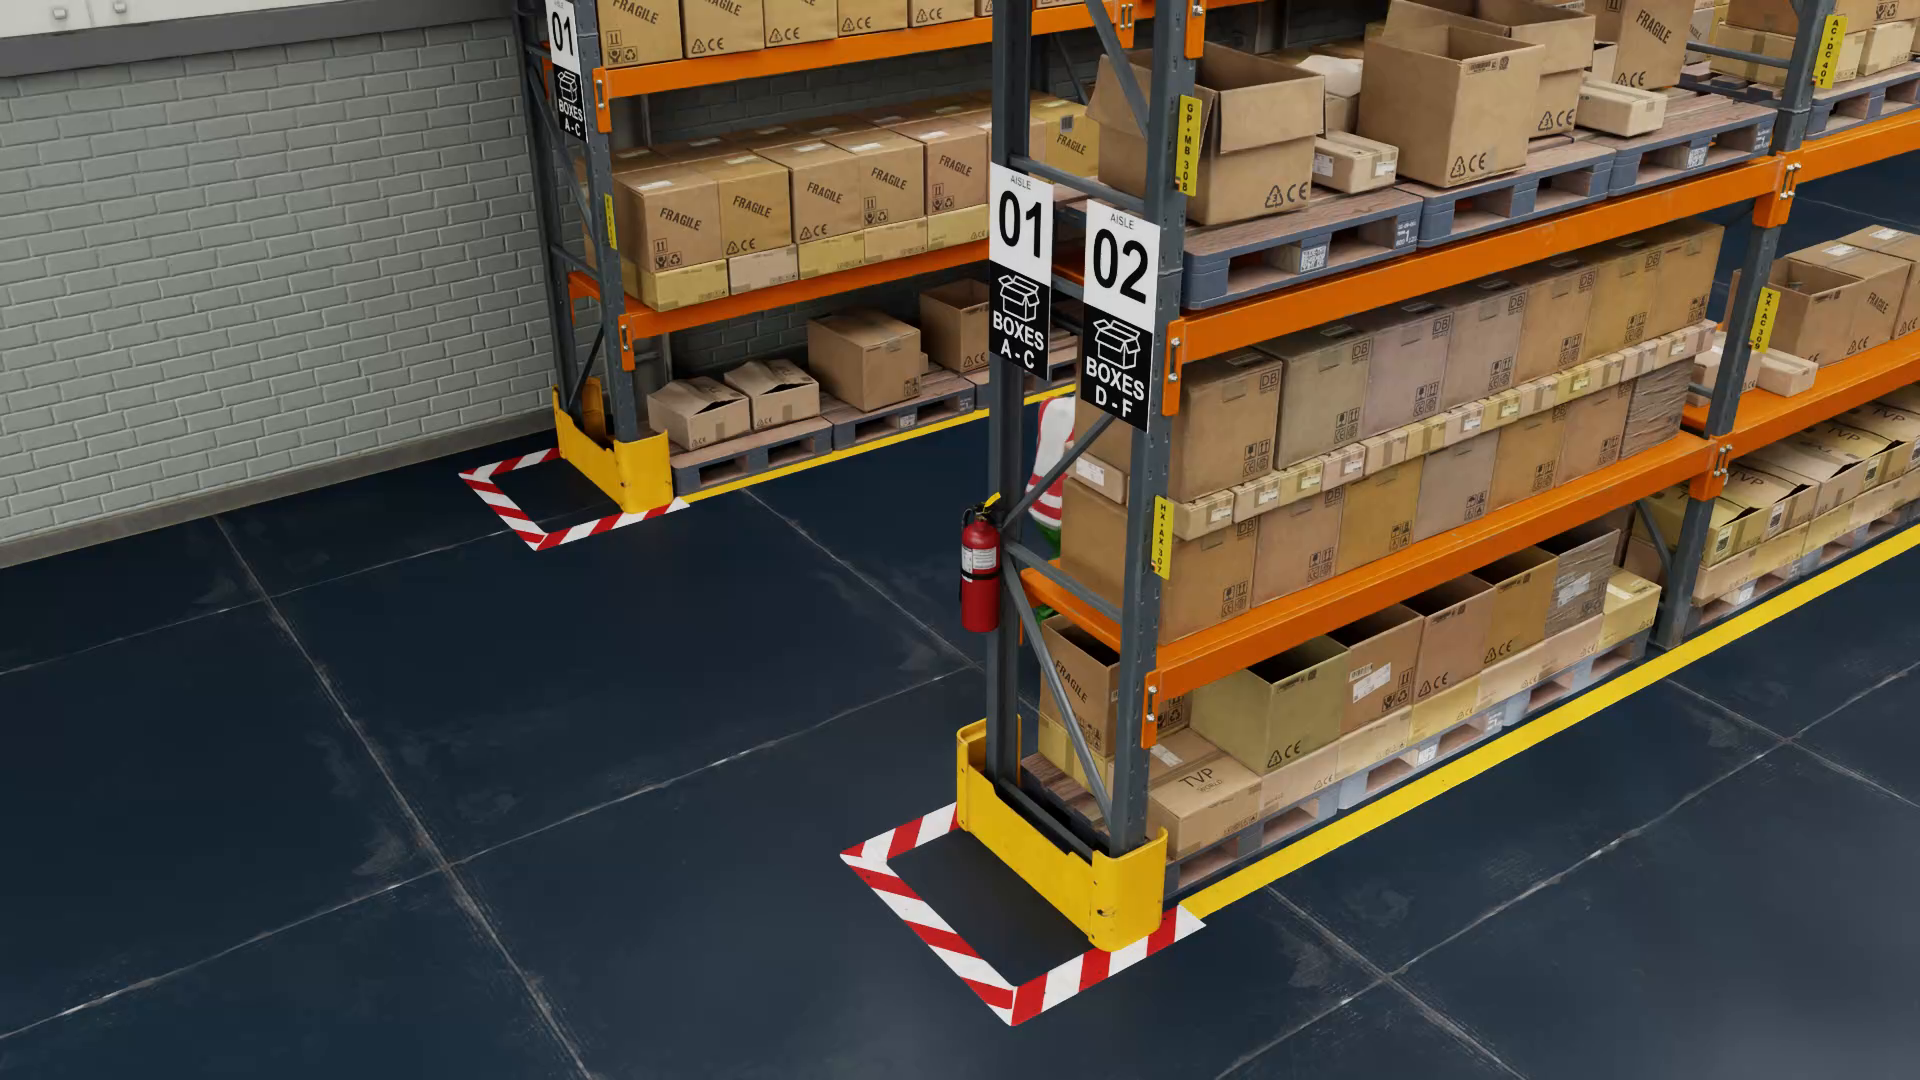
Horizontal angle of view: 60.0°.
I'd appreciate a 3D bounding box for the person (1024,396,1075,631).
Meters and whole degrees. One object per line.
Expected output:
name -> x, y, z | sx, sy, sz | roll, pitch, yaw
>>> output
person -> 0.628, -0.193, 9.110 | 0.580, 1.646, 0.564 | -18, 33, -30
